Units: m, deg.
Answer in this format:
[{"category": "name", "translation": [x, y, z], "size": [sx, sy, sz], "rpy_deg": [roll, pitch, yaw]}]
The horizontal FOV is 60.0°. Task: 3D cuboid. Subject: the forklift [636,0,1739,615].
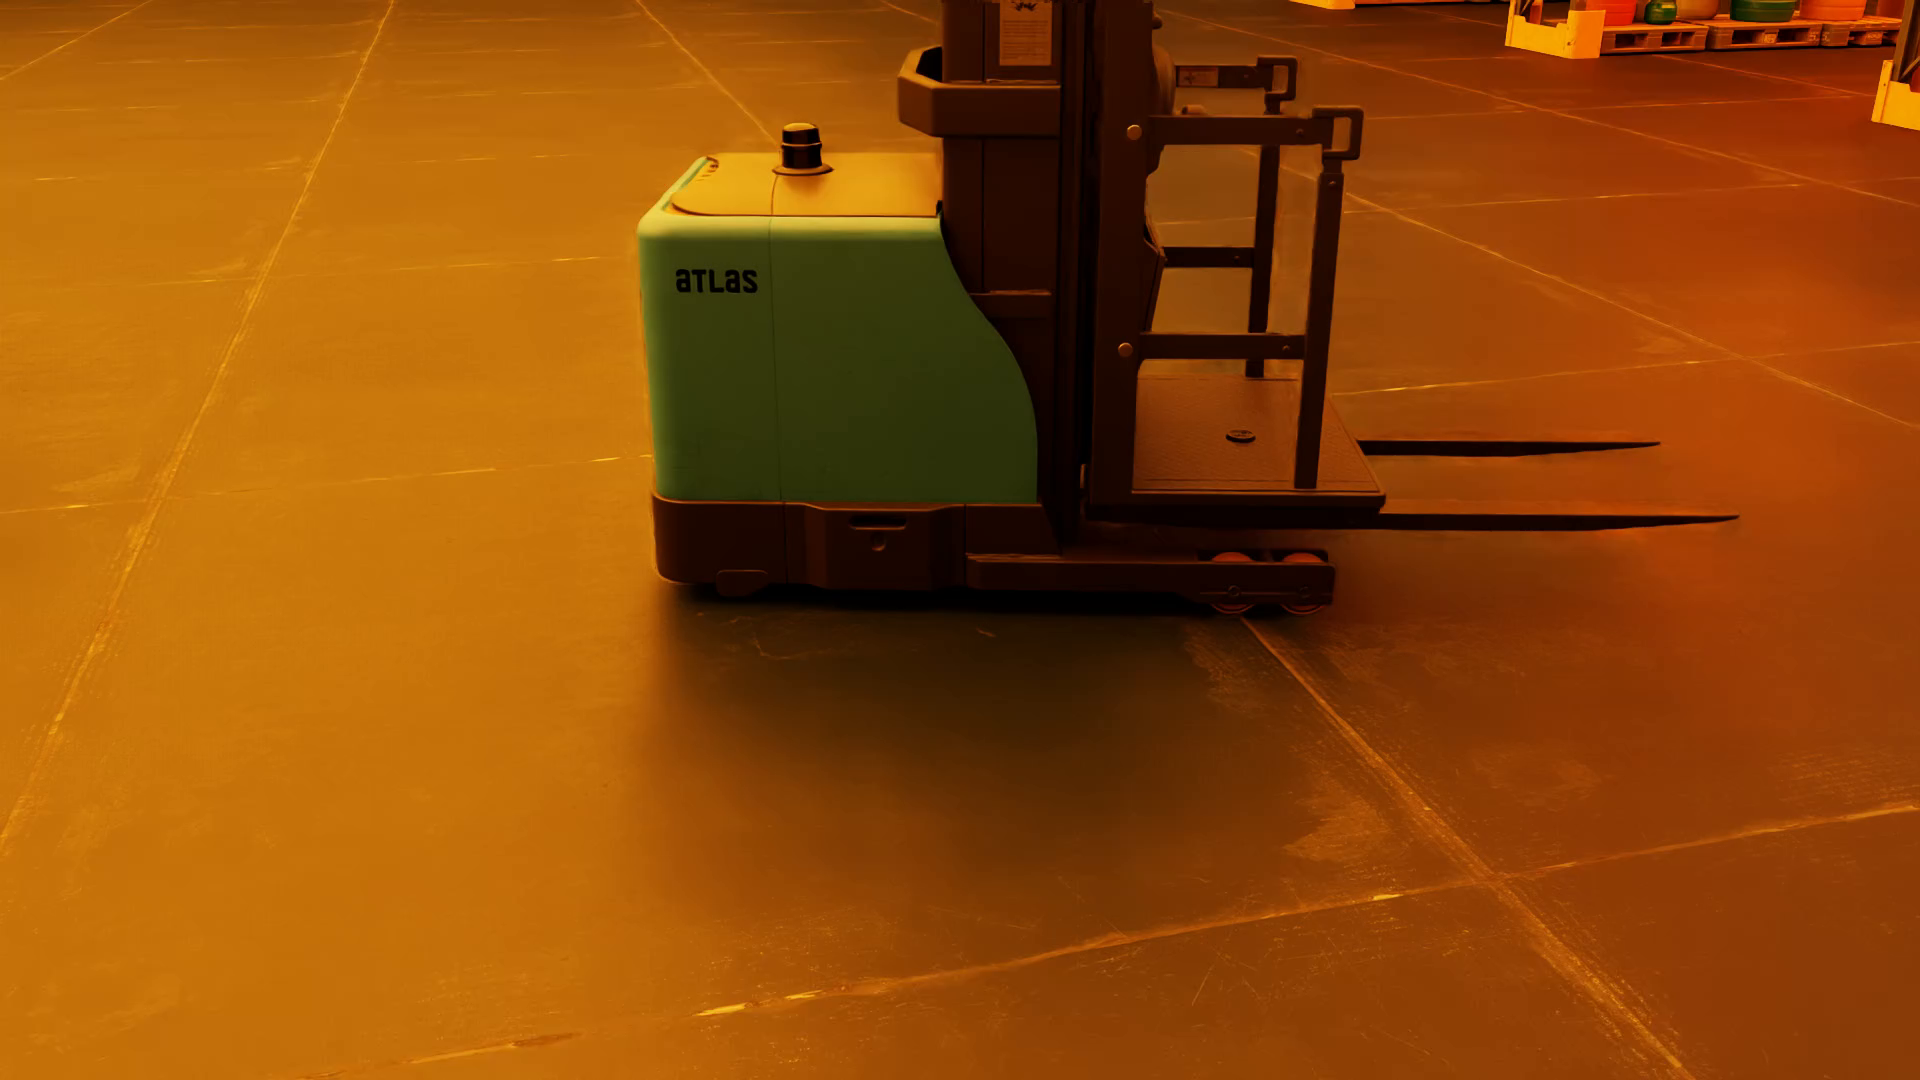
[{"category": "forklift", "translation": [0.673, -1.355, 4.494], "size": [3.031, 2.935, 1.130], "rpy_deg": [1, 23, 1]}]
